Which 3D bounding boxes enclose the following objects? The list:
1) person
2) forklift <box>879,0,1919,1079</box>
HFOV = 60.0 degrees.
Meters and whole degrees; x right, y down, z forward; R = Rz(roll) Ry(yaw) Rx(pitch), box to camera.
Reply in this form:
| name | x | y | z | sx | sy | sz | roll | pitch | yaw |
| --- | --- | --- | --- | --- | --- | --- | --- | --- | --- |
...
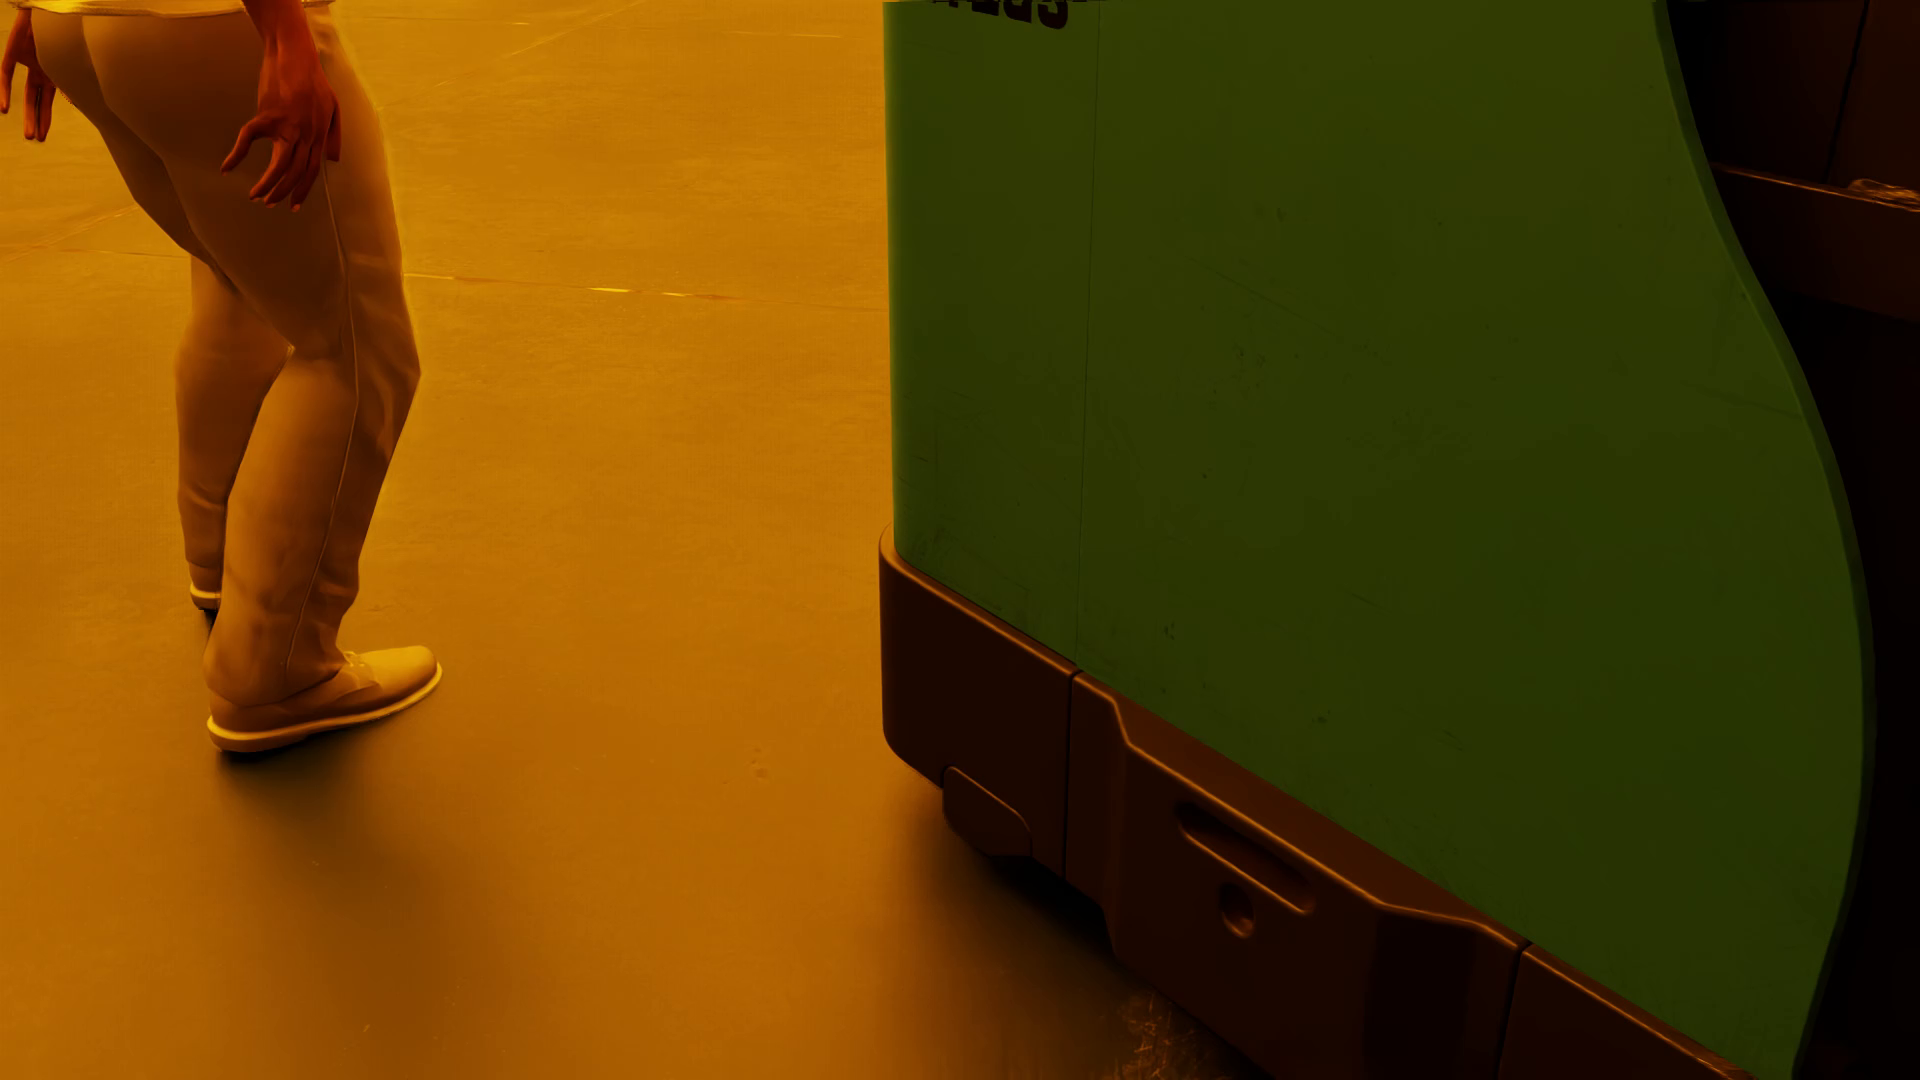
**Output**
| name | x | y | z | sx | sy | sz | roll | pitch | yaw |
| --- | --- | --- | --- | --- | --- | --- | --- | --- | --- |
| person | -0.848 | -0.570 | 1.849 | 0.801 | 1.632 | 0.418 | 23 | 35 | 38 |
| forklift | 1.221 | -0.650 | 0.535 | 1.130 | 2.935 | 3.031 | -20 | 33 | -34 |
